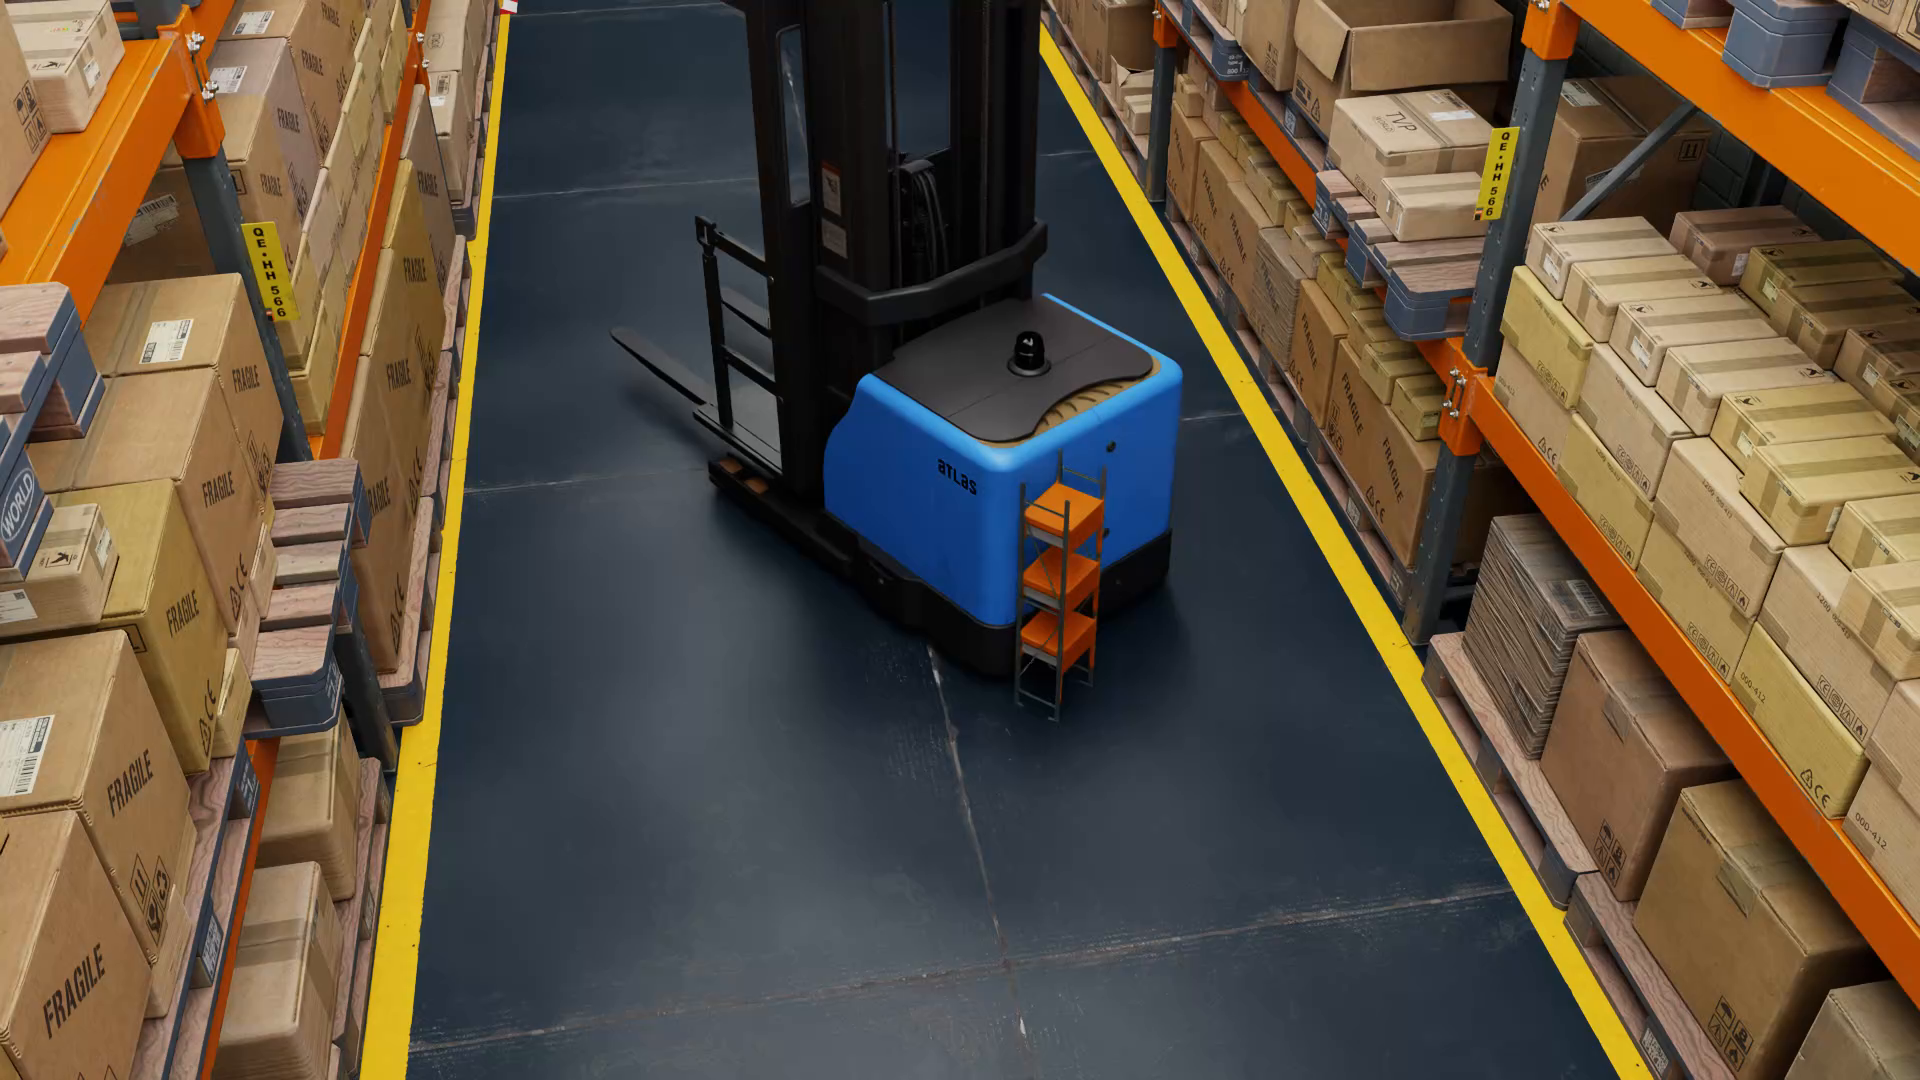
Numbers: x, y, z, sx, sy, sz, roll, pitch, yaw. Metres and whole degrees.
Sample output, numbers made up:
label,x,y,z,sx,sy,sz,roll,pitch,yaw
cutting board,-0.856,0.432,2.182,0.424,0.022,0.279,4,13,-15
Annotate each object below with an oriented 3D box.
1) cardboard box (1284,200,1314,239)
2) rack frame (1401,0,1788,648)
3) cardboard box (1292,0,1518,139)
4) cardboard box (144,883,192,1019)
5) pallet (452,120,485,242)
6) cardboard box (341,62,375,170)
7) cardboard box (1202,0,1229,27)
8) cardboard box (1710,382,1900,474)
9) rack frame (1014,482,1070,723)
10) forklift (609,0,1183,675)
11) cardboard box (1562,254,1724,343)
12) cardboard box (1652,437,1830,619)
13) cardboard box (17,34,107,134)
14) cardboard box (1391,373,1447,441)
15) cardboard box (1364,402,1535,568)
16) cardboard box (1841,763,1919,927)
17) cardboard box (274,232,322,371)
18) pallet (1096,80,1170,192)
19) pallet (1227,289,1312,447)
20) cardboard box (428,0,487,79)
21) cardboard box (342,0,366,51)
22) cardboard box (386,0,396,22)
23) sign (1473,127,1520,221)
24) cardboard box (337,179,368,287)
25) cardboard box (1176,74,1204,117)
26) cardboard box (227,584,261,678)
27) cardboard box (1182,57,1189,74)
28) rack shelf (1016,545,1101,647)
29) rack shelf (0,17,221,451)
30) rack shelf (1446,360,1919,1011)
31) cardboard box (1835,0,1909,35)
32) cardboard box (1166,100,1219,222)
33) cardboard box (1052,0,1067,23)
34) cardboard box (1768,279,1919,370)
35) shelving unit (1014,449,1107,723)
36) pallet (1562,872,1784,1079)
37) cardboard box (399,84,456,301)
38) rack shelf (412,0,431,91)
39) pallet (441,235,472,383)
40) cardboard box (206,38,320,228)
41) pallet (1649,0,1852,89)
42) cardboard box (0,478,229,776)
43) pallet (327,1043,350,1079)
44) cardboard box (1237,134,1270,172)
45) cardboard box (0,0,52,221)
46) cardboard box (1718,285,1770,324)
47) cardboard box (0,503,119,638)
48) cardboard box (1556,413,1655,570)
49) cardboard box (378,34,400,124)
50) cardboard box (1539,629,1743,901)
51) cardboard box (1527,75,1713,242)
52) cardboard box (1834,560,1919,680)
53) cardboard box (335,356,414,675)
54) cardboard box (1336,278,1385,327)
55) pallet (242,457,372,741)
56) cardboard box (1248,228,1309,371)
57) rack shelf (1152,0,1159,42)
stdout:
label,x,y,z,sx,sy,sz,roll,pitch,yaw
cardboard box,1.767,-1.505,7.908,0.380,0.149,0.250,-6,38,-8
rack frame,2.301,-0.841,5.887,1.000,3.000,0.127,-6,38,-8
cardboard box,1.833,-2.013,6.970,0.797,0.503,0.637,-7,38,-9
cardboard box,-1.871,0.887,3.526,0.380,0.149,0.250,-5,38,-6
pallet,-3.343,-2.087,9.765,1.003,0.211,1.213,-6,38,-8
cardboard box,-2.671,-1.698,6.705,0.500,0.250,0.500,-6,38,-7
cardboard box,1.555,-2.833,8.028,0.700,0.500,0.500,-6,38,-7
cardboard box,2.317,-0.294,4.573,0.380,0.149,0.250,-6,38,-7
rack frame,0.295,0.247,6.076,0.200,1.050,0.008,23,44,27
forklift,-0.480,-1.458,6.738,1.130,2.935,3.031,-29,46,-32
cardboard box,2.115,-0.751,5.162,0.380,0.149,0.250,-5,38,-7
cardboard box,2.299,-0.064,4.602,0.500,0.250,0.500,-7,38,-9
cardboard box,-2.271,-1.073,3.946,0.380,0.149,0.250,-6,38,-8
cardboard box,1.965,-0.547,6.675,0.380,0.149,0.250,-8,39,-10
cardboard box,2.015,-0.252,6.824,0.500,0.500,0.500,-5,38,-7
cardboard box,2.506,0.752,3.959,0.500,0.250,0.500,-6,38,-8
cardboard box,-2.431,-0.775,5.518,0.500,0.250,0.500,-6,38,-8
pallet,1.480,-2.570,10.387,1.003,0.211,1.213,-6,38,-8
pallet,1.997,-0.930,8.275,1.003,0.211,1.213,-6,38,-8
cardboard box,-3.605,-3.351,10.864,0.875,0.438,0.875,-5,38,-7
cardboard box,-2.793,-2.292,6.859,0.500,0.500,0.500,-5,38,-7
cardboard box,-2.970,-2.619,7.891,0.500,0.250,0.500,-6,38,-8
sign,1.769,-1.203,5.474,0.100,0.325,0.005,-6,38,-8
cardboard box,-2.617,-1.194,6.464,0.500,0.250,0.500,-5,38,-6
cardboard box,1.401,-2.446,9.120,0.380,0.149,0.250,-5,38,-6
cardboard box,-2.053,0.256,4.338,0.380,0.149,0.250,-8,39,-10
cardboard box,1.641,-2.983,10.626,0.380,0.149,0.250,-7,38,-9
rack shelf,0.365,0.195,6.161,0.215,0.259,0.240,23,44,27
rack shelf,-2.234,0.003,2.943,1.077,0.370,4.000,-6,38,-8
rack shelf,2.652,0.651,4.553,1.077,0.370,4.000,-6,38,-8
cardboard box,2.375,-1.512,3.802,0.700,0.500,0.500,-7,38,-9
cardboard box,1.463,-2.119,9.228,0.500,0.500,0.500,-5,38,-6
cardboard box,1.024,-3.951,11.586,0.700,0.500,0.500,-5,38,-6
cardboard box,2.699,-0.653,5.035,0.380,0.149,0.250,-6,38,-8
shelving unit,0.365,0.186,6.154,0.215,1.050,0.252,23,44,27
pallet,2.618,1.497,5.151,1.003,0.211,1.213,-6,38,-8
cardboard box,-3.099,-1.682,8.359,0.875,0.875,0.875,-5,38,-7
rack shelf,-3.637,-3.645,10.083,1.077,0.370,4.000,-6,38,-8
pallet,-3.077,-1.162,8.573,1.003,0.211,1.213,-6,38,-8
cardboard box,-2.527,-1.362,5.661,0.500,0.500,0.500,-6,38,-8
pallet,2.508,-1.550,4.510,1.213,0.211,1.003,-5,38,-6
cardboard box,-2.040,0.233,3.839,0.500,0.500,0.500,-9,39,-11
pallet,-2.239,2.004,4.498,1.003,0.211,1.213,-6,38,-8
cardboard box,1.643,-1.970,8.507,0.380,0.149,0.250,-7,38,-9
cardboard box,-2.429,-0.955,3.508,0.700,0.500,0.500,-6,38,-8
cardboard box,2.654,-0.738,5.469,0.500,0.250,0.500,-5,38,-7
cardboard box,-2.020,0.074,3.515,0.380,0.149,0.250,-8,39,-10
cardboard box,2.222,-0.183,5.163,0.500,0.250,0.500,-7,38,-9
cardboard box,-2.871,-2.110,7.643,0.500,0.250,0.500,-7,38,-9
cardboard box,2.519,0.703,5.493,0.875,0.625,0.625,-5,38,-6
cardboard box,2.365,-1.374,6.150,0.500,0.500,0.500,-5,38,-6
cardboard box,2.348,0.177,3.967,0.380,0.149,0.250,-7,38,-9
cardboard box,-2.624,-0.058,6.269,0.875,0.875,0.875,-7,38,-8
cardboard box,1.883,-1.036,7.306,0.380,0.149,0.250,-5,38,-7
pallet,-2.355,0.190,4.717,1.213,0.211,1.003,-6,38,-8
cardboard box,1.734,-1.183,8.023,0.500,0.500,0.500,-8,38,-10
rack shelf,1.249,-4.181,10.773,1.077,0.370,4.000,-6,38,-8
